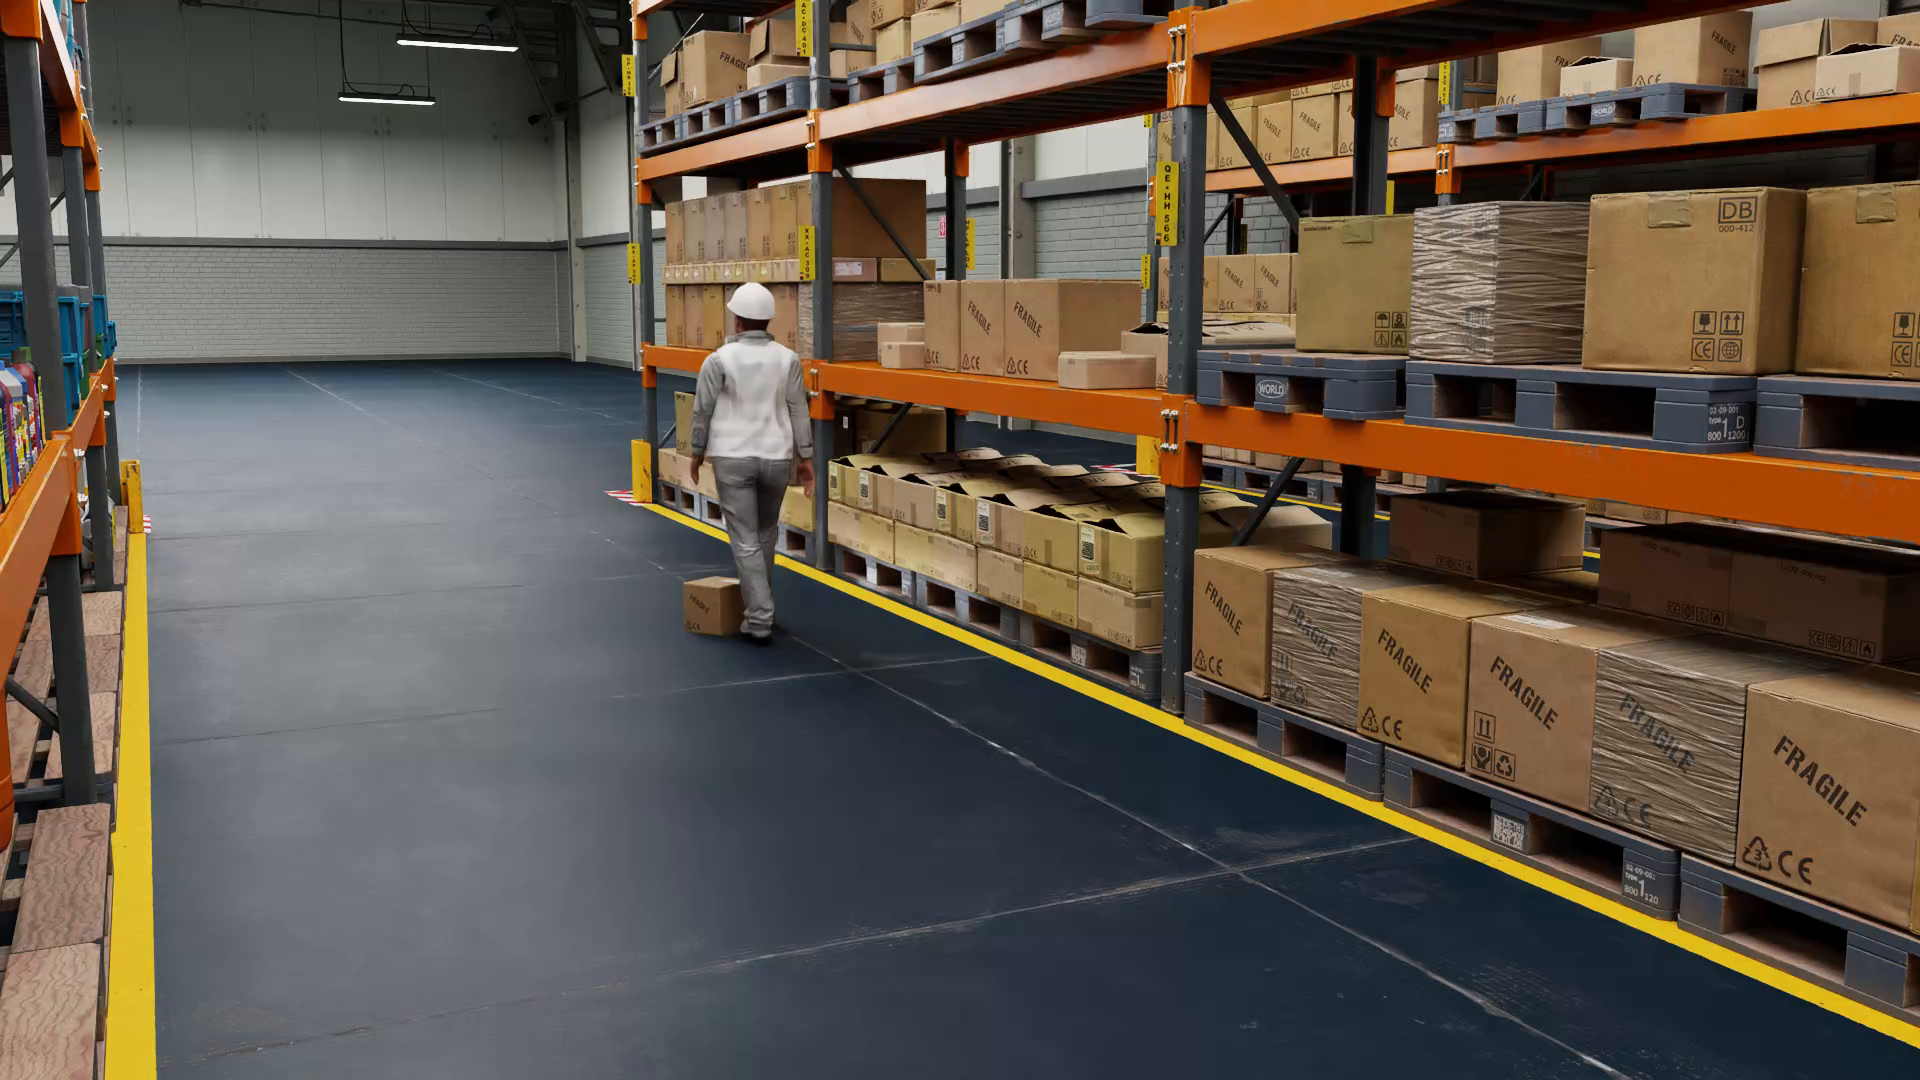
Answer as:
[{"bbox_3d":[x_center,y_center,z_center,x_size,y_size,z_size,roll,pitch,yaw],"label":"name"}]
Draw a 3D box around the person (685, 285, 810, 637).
[{"bbox_3d":[-1.123,-0.423,8.498,0.569,1.738,0.918,-4,9,-27],"label":"person"}]
